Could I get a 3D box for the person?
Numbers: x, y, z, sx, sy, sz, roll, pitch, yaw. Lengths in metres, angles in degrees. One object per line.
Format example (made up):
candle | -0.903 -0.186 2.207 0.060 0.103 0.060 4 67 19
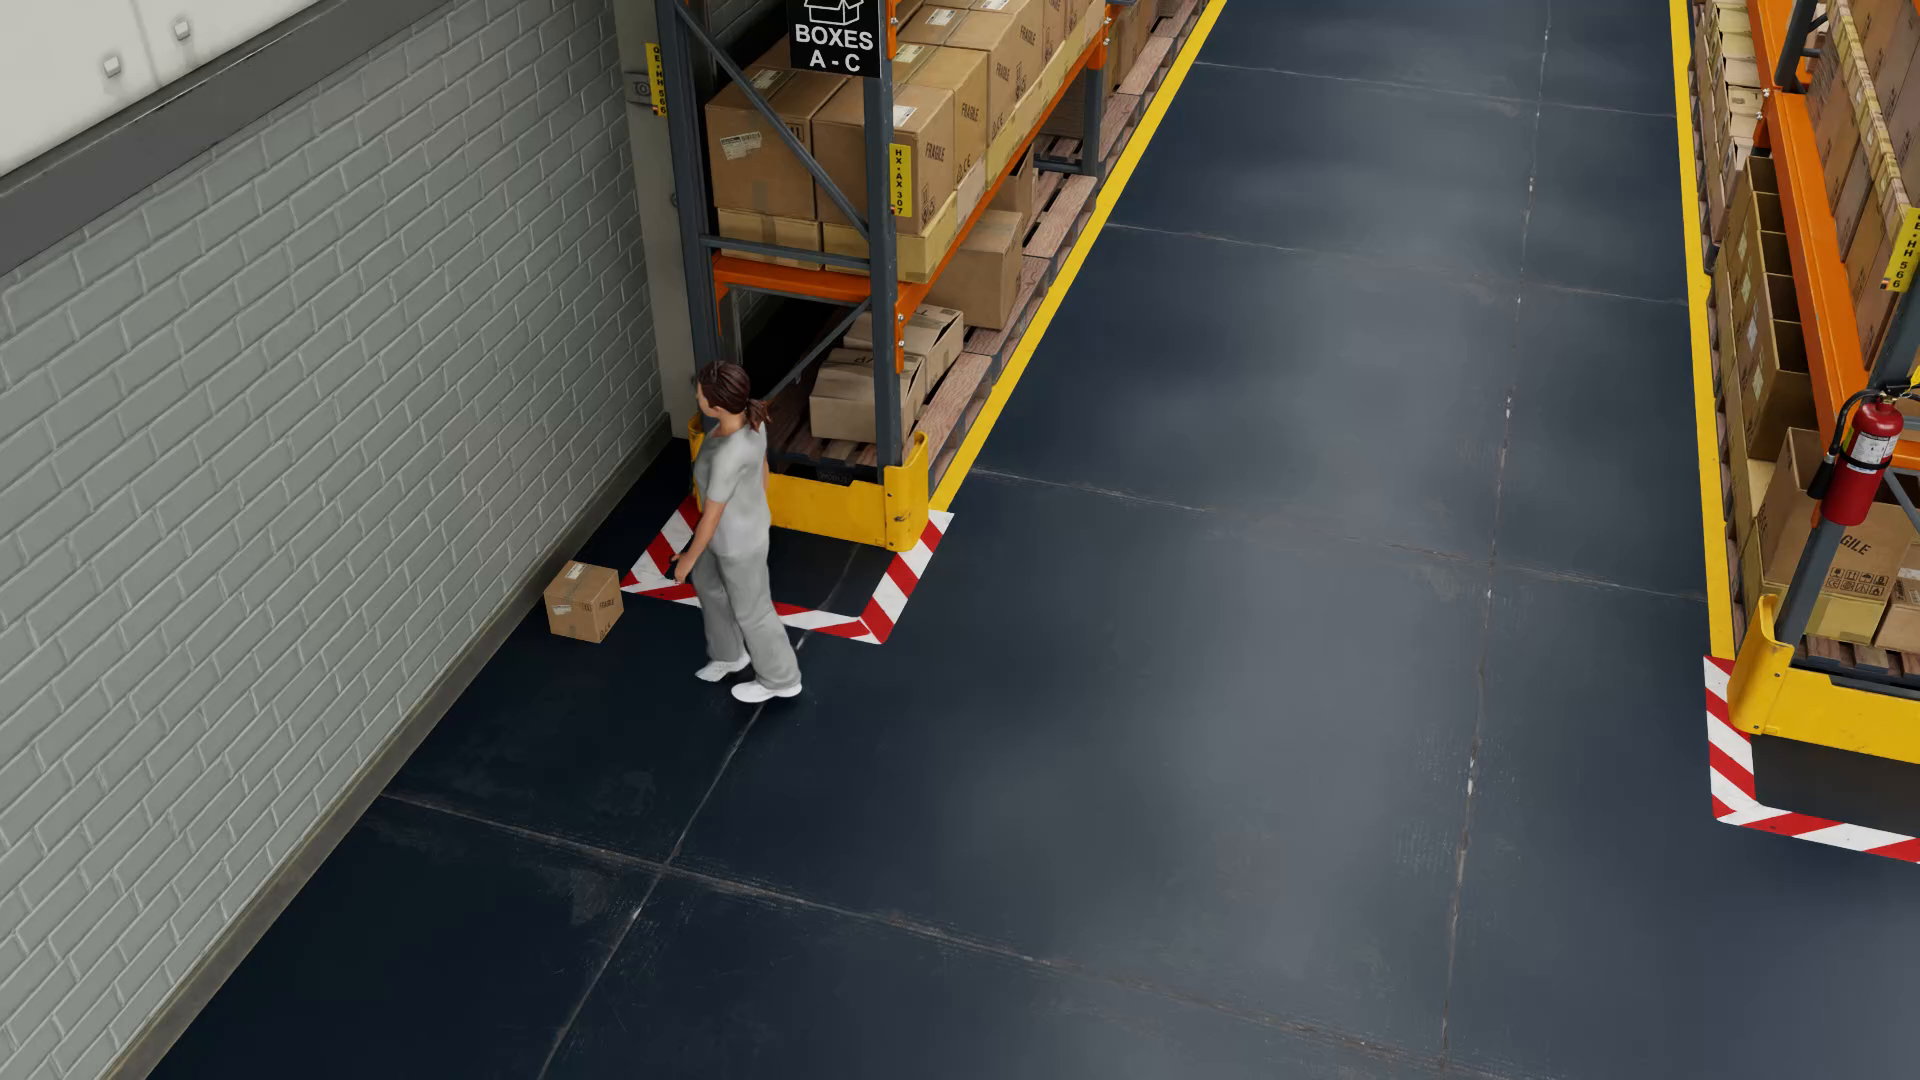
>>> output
person | -0.950 0.012 6.898 0.513 1.736 0.460 1 37 1
